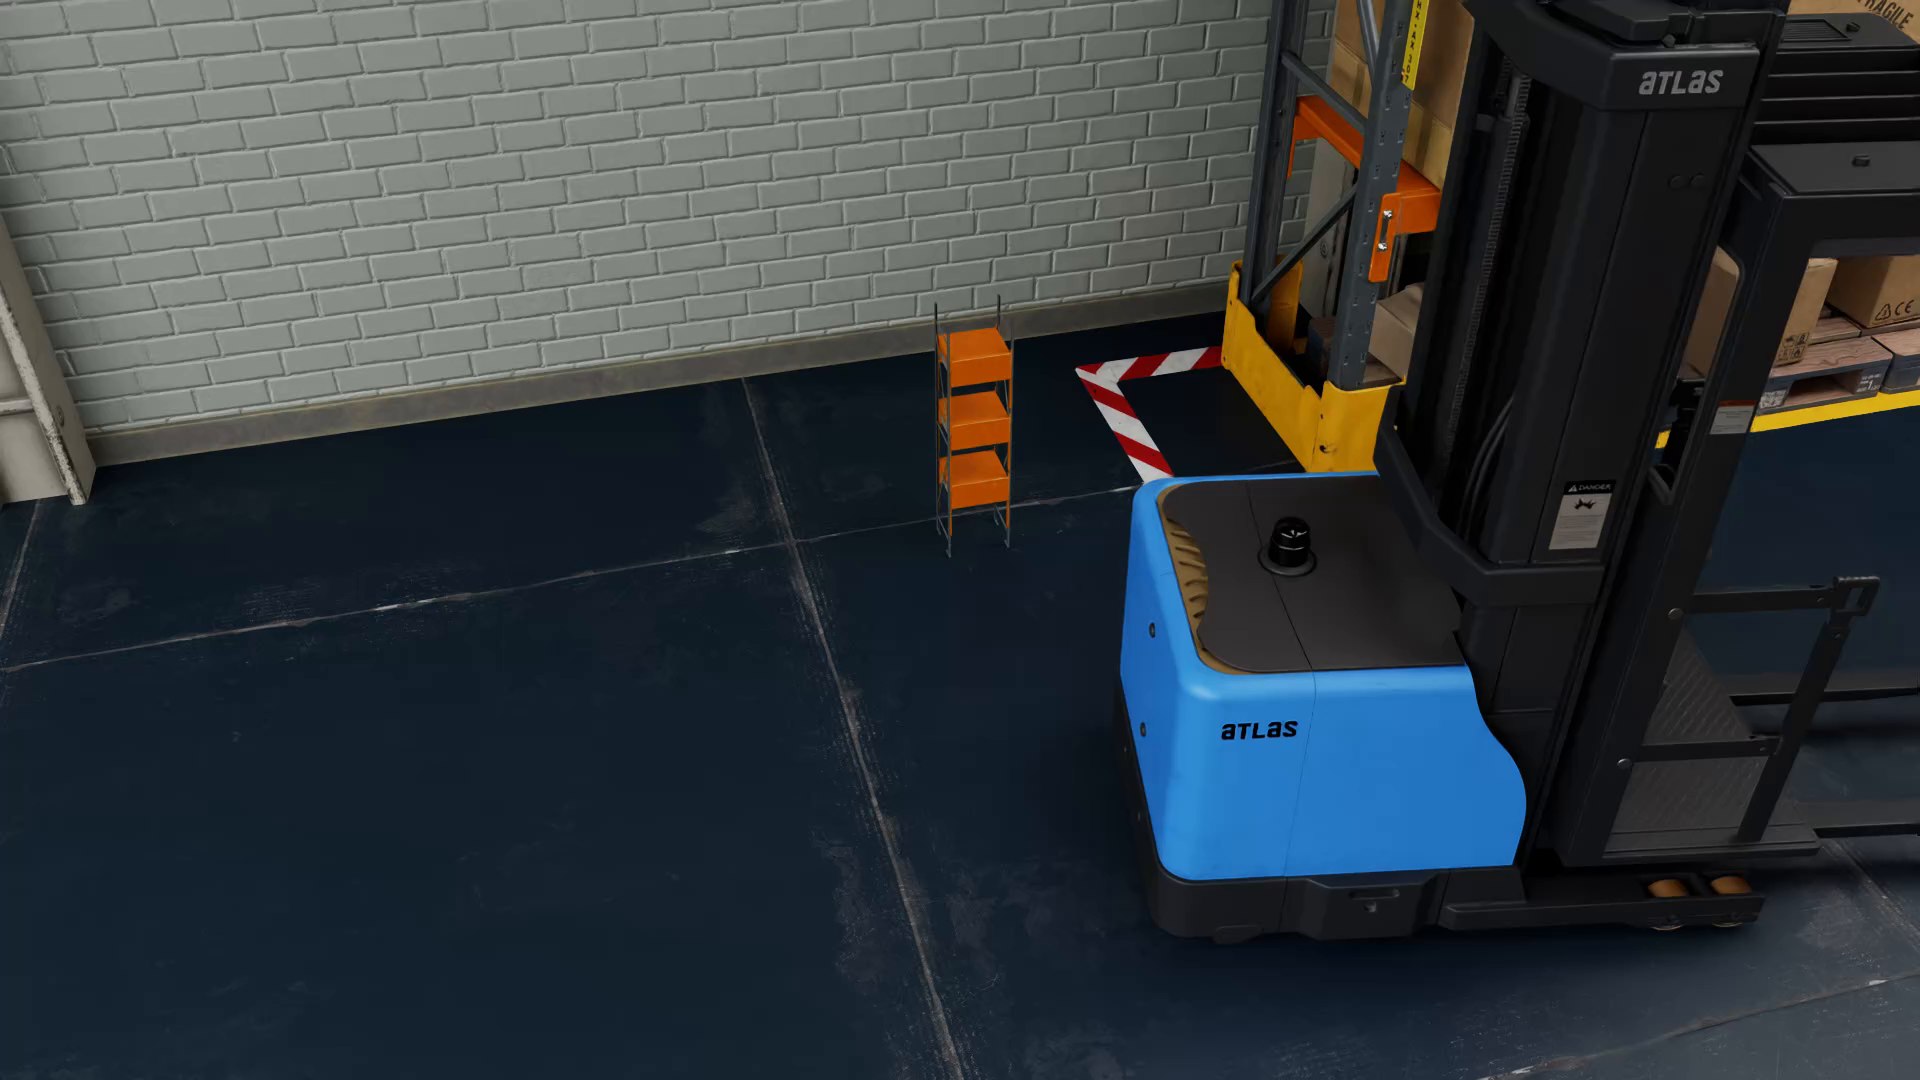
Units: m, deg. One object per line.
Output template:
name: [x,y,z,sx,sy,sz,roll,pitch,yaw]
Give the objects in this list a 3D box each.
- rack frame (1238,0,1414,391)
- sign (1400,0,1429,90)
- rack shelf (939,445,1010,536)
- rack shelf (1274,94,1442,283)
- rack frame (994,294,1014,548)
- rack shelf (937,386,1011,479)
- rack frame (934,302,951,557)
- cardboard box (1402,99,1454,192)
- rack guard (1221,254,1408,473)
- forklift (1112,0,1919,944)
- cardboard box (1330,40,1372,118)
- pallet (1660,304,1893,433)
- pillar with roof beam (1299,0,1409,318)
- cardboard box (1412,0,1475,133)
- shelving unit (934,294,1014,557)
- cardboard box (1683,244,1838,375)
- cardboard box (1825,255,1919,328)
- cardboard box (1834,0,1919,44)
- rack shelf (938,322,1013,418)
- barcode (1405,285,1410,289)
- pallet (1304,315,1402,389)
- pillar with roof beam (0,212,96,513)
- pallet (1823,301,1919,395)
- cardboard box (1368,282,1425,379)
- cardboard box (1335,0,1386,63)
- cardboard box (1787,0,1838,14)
rack frame: [1.461,-1.736,6.550,0.127,3.000,1.000,-9,38,-12]
sign: [1.603,-1.761,5.871,0.005,0.325,0.100,-9,38,-12]
rack shelf: [0.052,-0.196,6.617,0.240,0.259,0.215,-9,38,-12]
rack shelf: [3.392,-1.767,7.183,4.000,0.370,1.077,-9,38,-12]
rack frame: [0.169,-0.445,6.467,0.008,1.050,0.200,-9,38,-12]
rack shelf: [0.052,-0.417,6.449,0.240,0.259,0.215,-9,38,-12]
rack frame: [-0.066,-0.406,6.417,0.008,1.050,0.200,-9,38,-12]
cardboard box: [2.015,-1.575,6.447,0.500,0.250,0.500,-10,39,-13]
rack guard: [1.535,-0.755,7.325,0.348,0.500,1.175,-9,38,-12]
forklift: [2.070,-0.273,4.695,3.031,2.935,1.130,-2,37,-3]
cardboard box: [1.862,-1.872,6.835,0.500,0.250,0.500,-9,38,-11]
pallet: [3.504,-0.939,7.804,1.213,0.211,1.003,-9,38,-12]
pillar with roof beam: [3.034,-2.212,2.235,0.400,9.000,9.100,-9,38,-12]
cardboard box: [2.001,-1.881,6.230,0.500,0.500,0.500,-9,38,-12]
shelving unit: [0.052,-0.425,6.442,0.252,1.050,0.215,-9,38,-12]
cardboard box: [3.425,-1.152,7.482,0.500,0.500,0.700,-12,39,-15]
cardboard box: [4.332,-1.363,7.759,0.500,0.500,0.500,-12,39,-15]
cardboard box: [3.476,-2.121,6.543,0.500,0.500,0.500,-8,38,-11]
rack shelf: [0.052,-0.642,6.276,0.240,0.259,0.215,-9,38,-12]
barcode: [2.066,-1.140,7.615,0.075,0.075,0.001,-9,38,-12]
pallet: [2.328,-0.748,7.554,1.213,0.211,1.003,-9,38,-12]
pillar with roof beam: [-2.758,-1.261,0.992,0.400,9.000,9.100,-9,38,-12]
pallet: [4.684,-1.135,8.060,1.213,0.211,1.003,-9,38,-12]
cardboard box: [2.153,-0.899,7.308,0.500,0.311,0.500,-14,39,-17]
cardboard box: [1.861,-2.181,6.622,0.500,0.500,0.500,-10,38,-12]
cardboard box: [2.981,-2.032,6.427,0.500,0.500,0.500,-11,39,-13]
